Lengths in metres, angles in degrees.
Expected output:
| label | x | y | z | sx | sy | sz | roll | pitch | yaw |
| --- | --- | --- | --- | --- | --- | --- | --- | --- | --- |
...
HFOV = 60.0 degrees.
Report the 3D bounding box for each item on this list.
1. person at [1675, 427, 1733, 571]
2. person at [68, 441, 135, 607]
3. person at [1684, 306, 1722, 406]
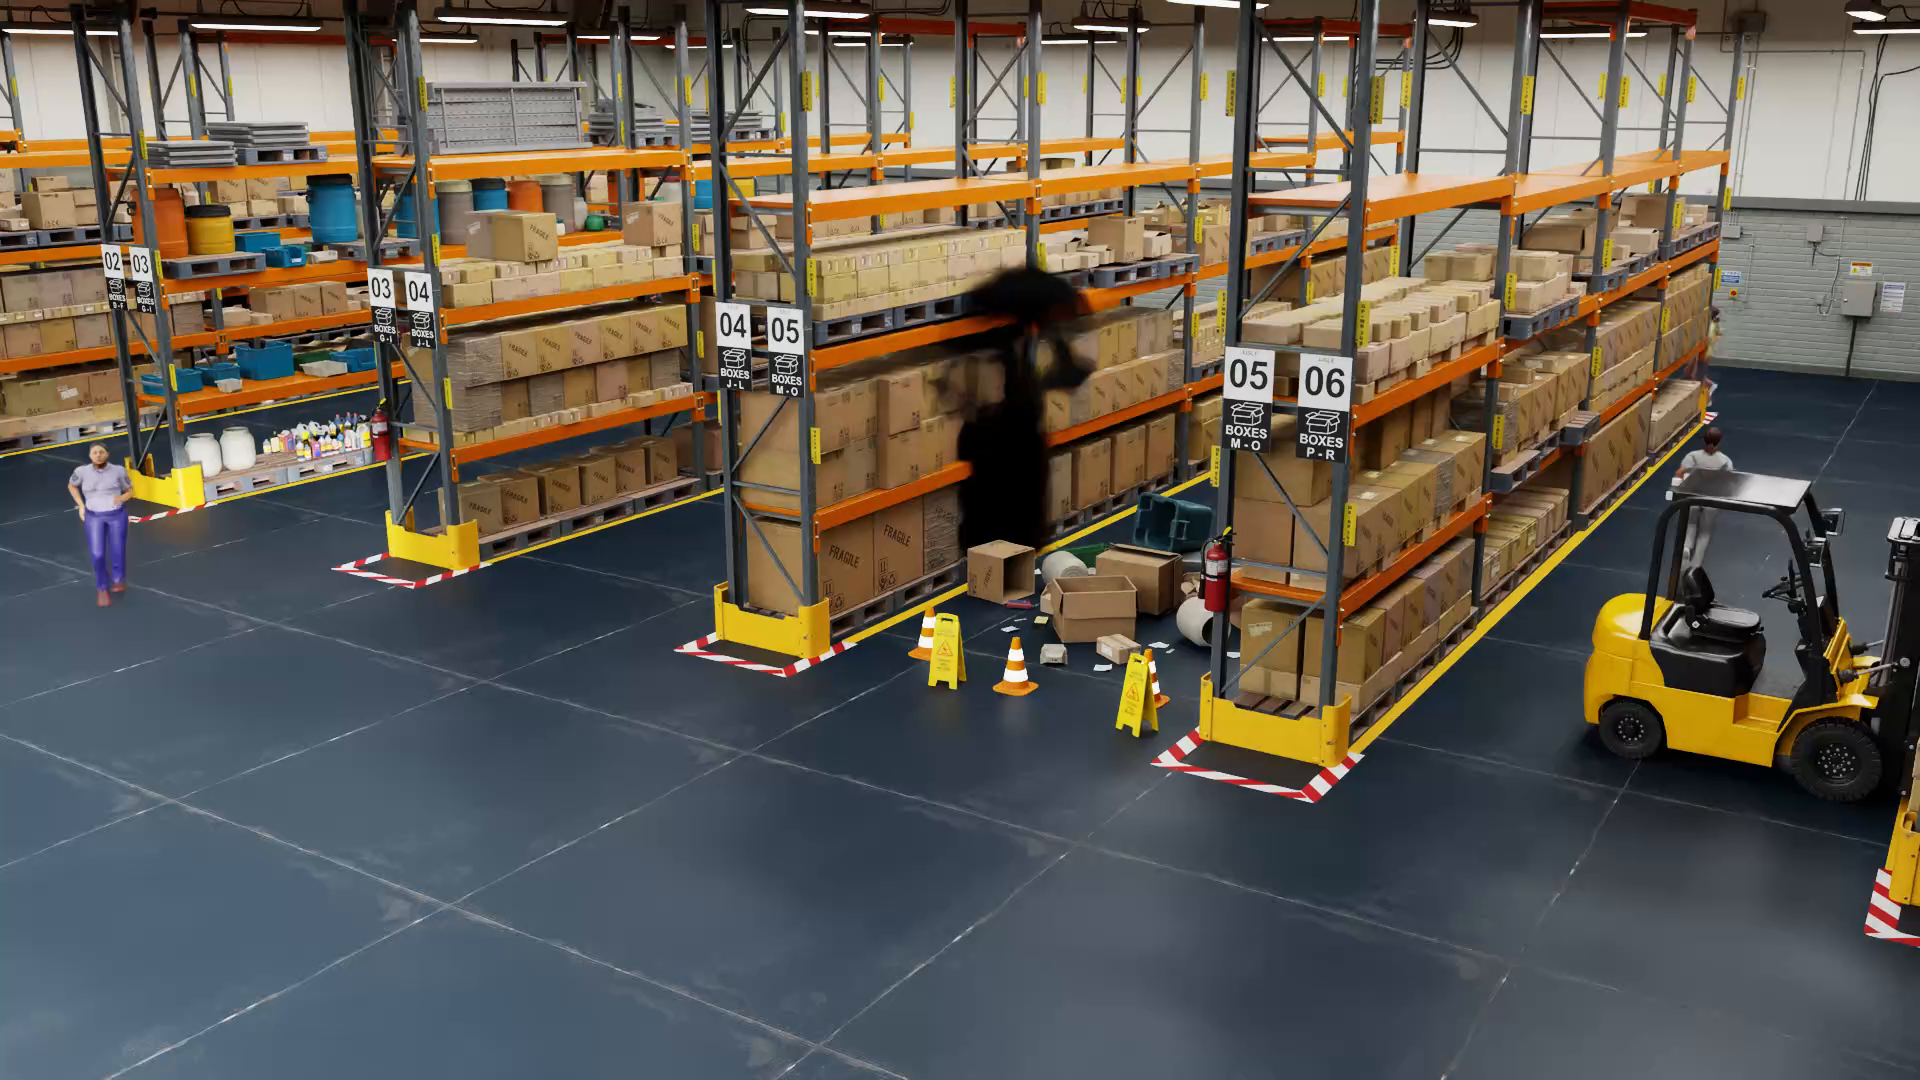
| label | x | y | z | sx | sy | sz | roll | pitch | yaw |
| --- | --- | --- | --- | --- | --- | --- | --- | --- | --- |
| person | 7.873 | -0.399 | 17.649 | 0.543 | 1.605 | 0.636 | 9 | 18 | 28 |
| person | -8.629 | -0.166 | 16.818 | 0.581 | 1.693 | 0.721 | -9 | 18 | -29 |
| person | 12.010 | -2.977 | 26.890 | 0.540 | 1.630 | 0.575 | 8 | 17 | 26 |
